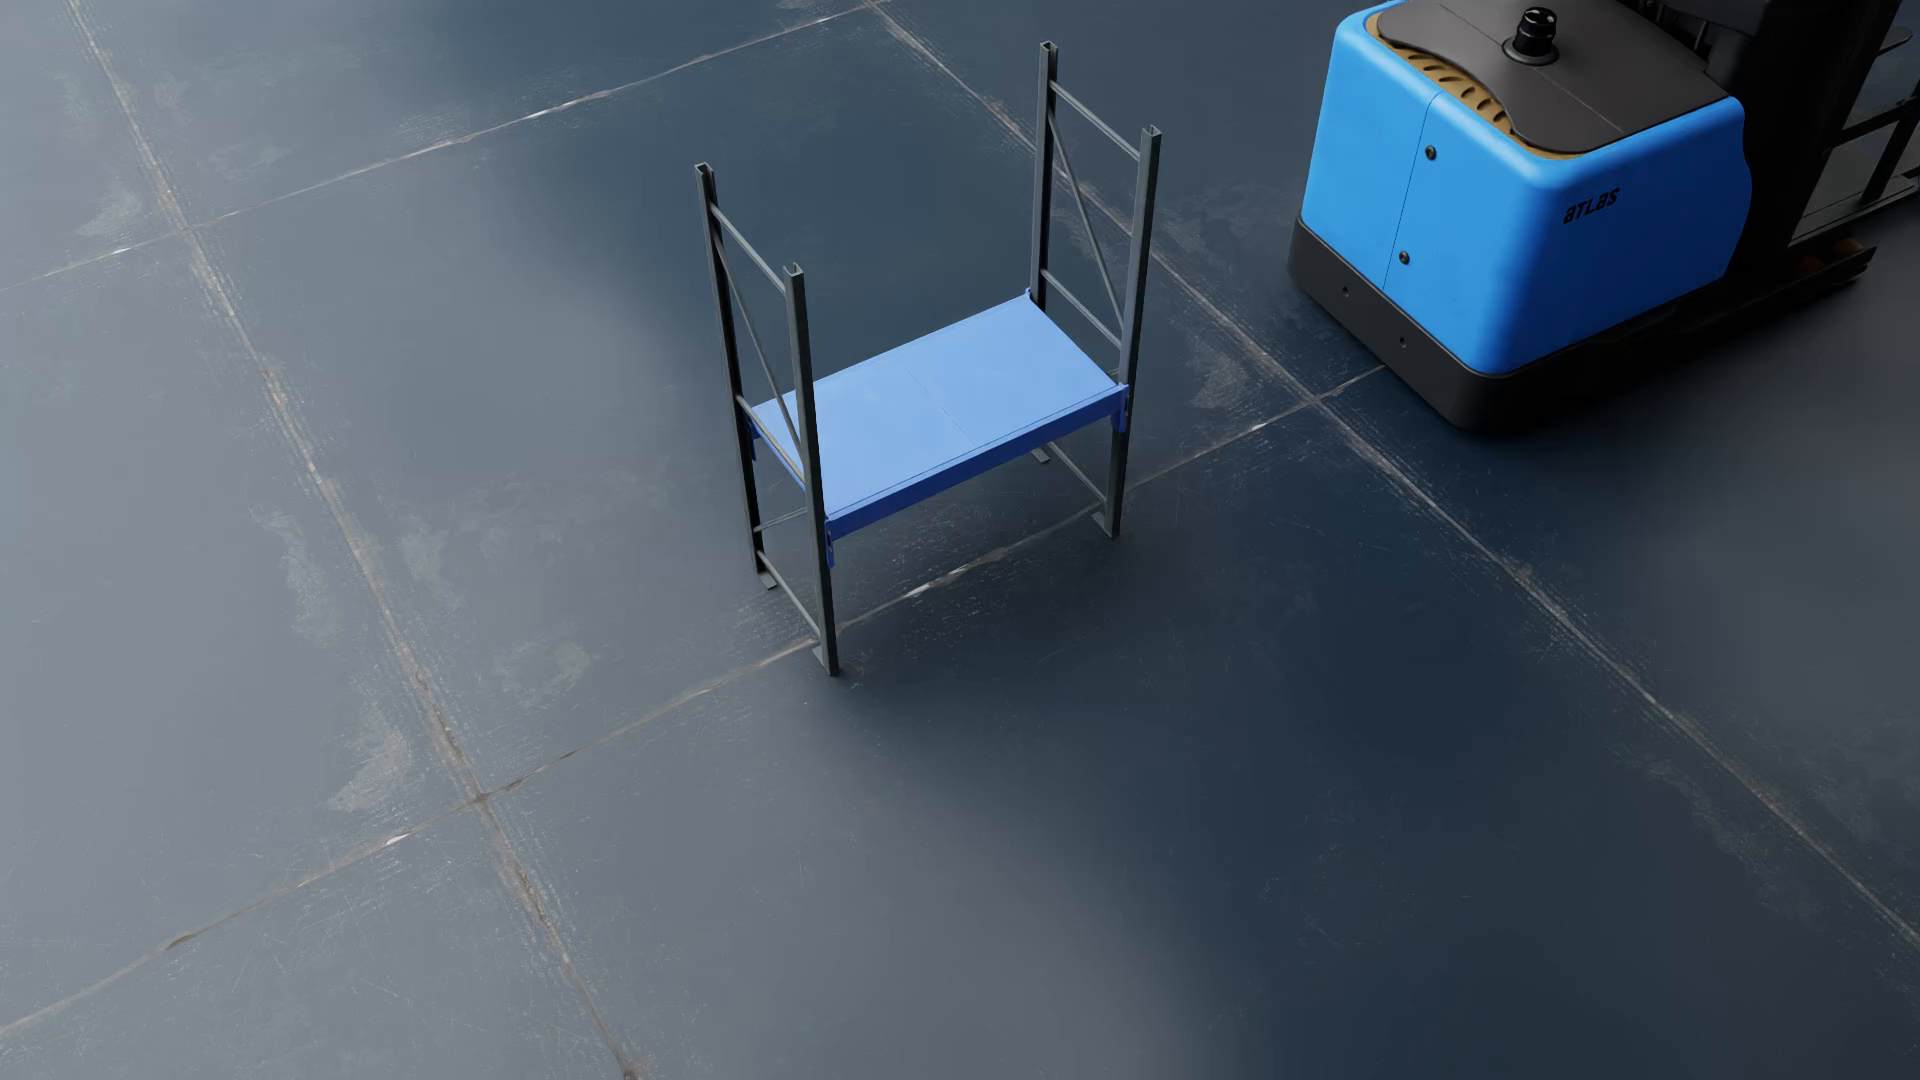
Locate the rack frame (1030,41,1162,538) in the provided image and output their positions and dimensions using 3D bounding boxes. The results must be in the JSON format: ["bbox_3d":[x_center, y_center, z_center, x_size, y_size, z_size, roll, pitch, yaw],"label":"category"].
[{"bbox_3d":[0.358,-0.667,4.840,0.032,1.500,0.500,-25,53,-21],"label":"rack frame"}]

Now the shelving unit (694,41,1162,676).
[{"bbox_3d":[-0.072,-0.465,4.660,1.048,1.500,0.538,-25,53,-21],"label":"shelving unit"}]

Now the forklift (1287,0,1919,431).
[{"bbox_3d":[2.721,-2.156,5.208,3.031,2.935,1.130,-23,52,-19],"label":"forklift"}]

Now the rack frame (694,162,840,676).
[{"bbox_3d":[-0.502,-0.262,4.479,0.032,1.500,0.500,-25,53,-21],"label":"rack frame"}]

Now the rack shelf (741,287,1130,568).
[{"bbox_3d":[-0.072,-0.345,4.794,1.000,0.185,0.538,-25,53,-21],"label":"rack shelf"}]
